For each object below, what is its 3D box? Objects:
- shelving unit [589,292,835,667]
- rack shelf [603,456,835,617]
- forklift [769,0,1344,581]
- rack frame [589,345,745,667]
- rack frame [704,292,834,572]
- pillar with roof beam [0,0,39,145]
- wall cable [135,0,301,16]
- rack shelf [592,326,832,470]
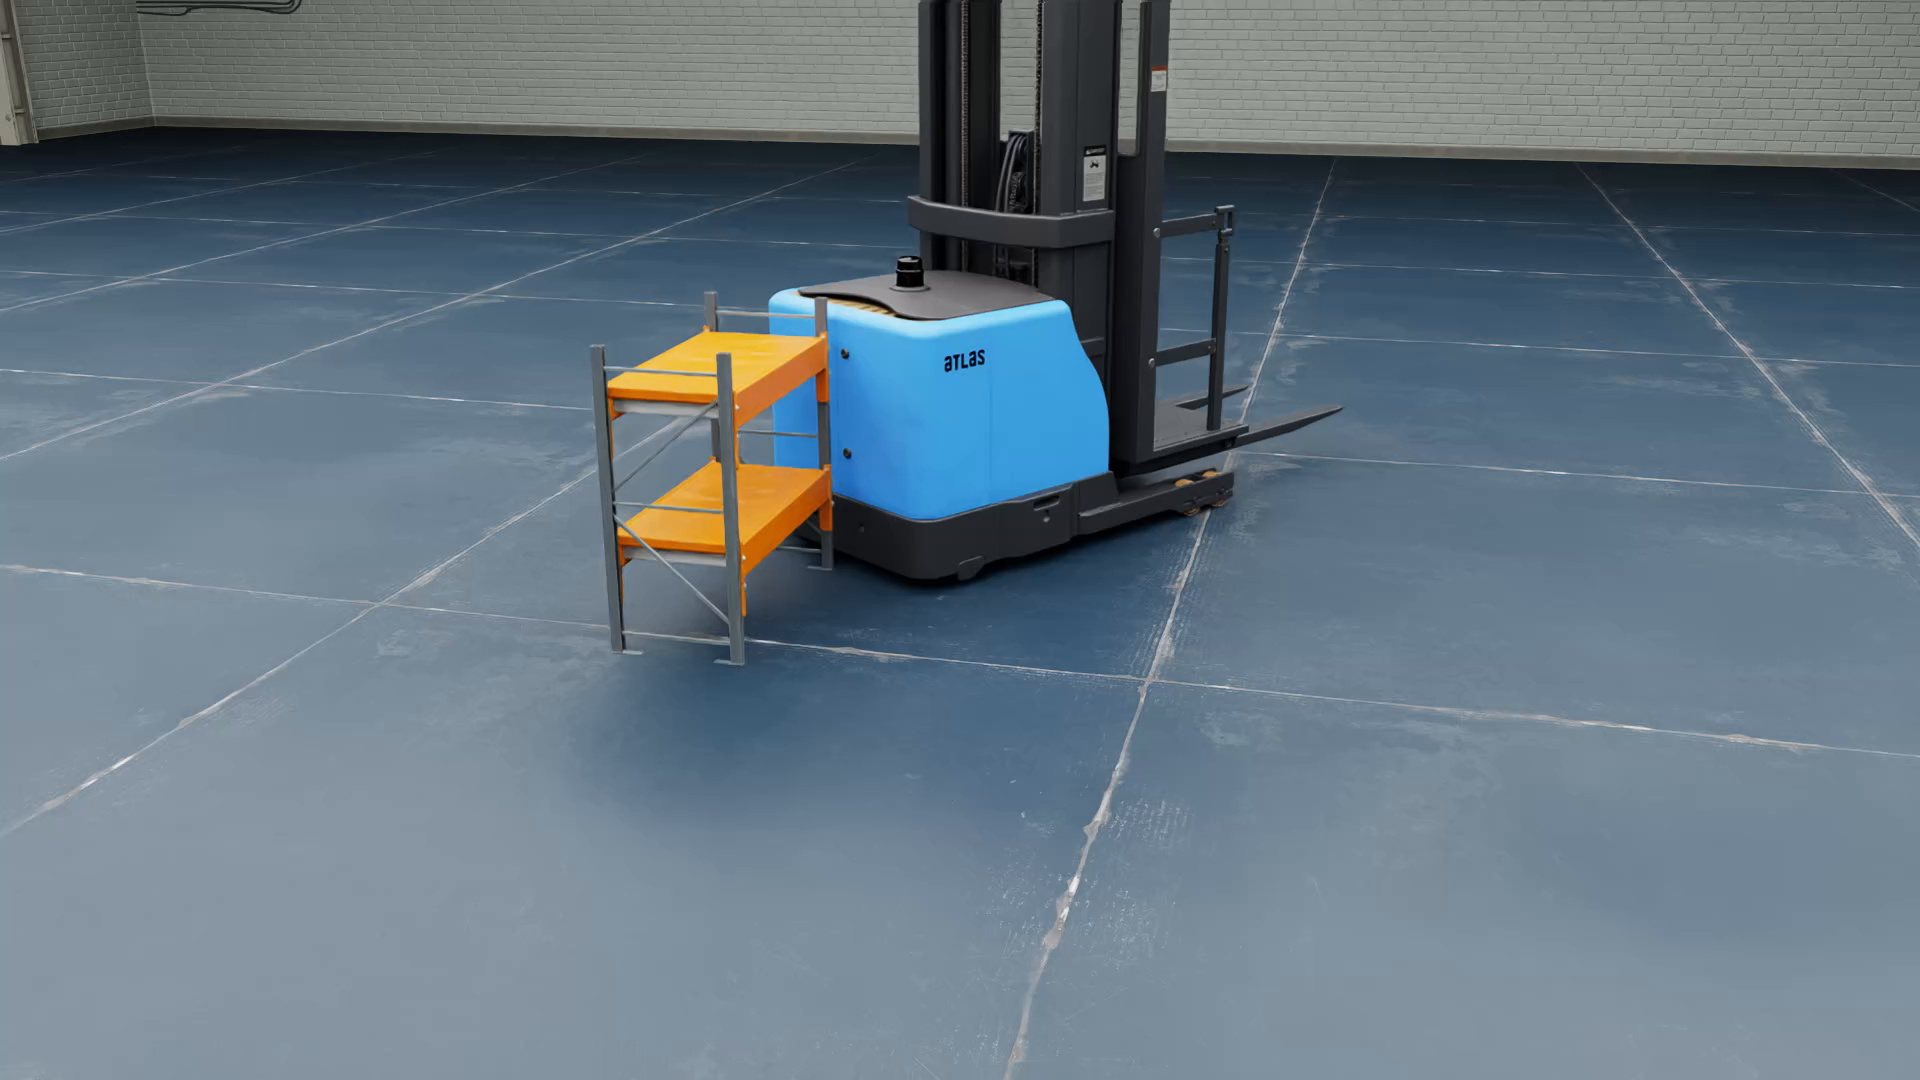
[{"bbox_3d":[-0.886,-0.267,6.230,0.538,1.125,1.048,5,19,13],"label":"shelving unit"},{"bbox_3d":[-0.886,-0.036,6.309,0.538,0.278,1.000,5,19,13],"label":"rack shelf"},{"bbox_3d":[0.620,-1.605,7.352,3.031,2.935,1.130,-17,25,-40],"label":"forklift"},{"bbox_3d":[-1.008,-0.108,5.764,0.500,1.125,0.032,5,19,13],"label":"rack frame"},{"bbox_3d":[-0.763,-0.427,6.697,0.500,1.125,0.032,5,19,13],"label":"rack frame"},{"bbox_3d":[-9.267,-9.581,21.315,9.100,9.000,0.400,5,19,13],"label":"pillar with roof beam"},{"bbox_3d":[-11.439,-9.270,25.210,3.097,2.526,0.112,5,19,13],"label":"wall cable"},{"bbox_3d":[-0.886,-0.544,6.136,0.538,0.278,1.000,5,19,13],"label":"rack shelf"}]
